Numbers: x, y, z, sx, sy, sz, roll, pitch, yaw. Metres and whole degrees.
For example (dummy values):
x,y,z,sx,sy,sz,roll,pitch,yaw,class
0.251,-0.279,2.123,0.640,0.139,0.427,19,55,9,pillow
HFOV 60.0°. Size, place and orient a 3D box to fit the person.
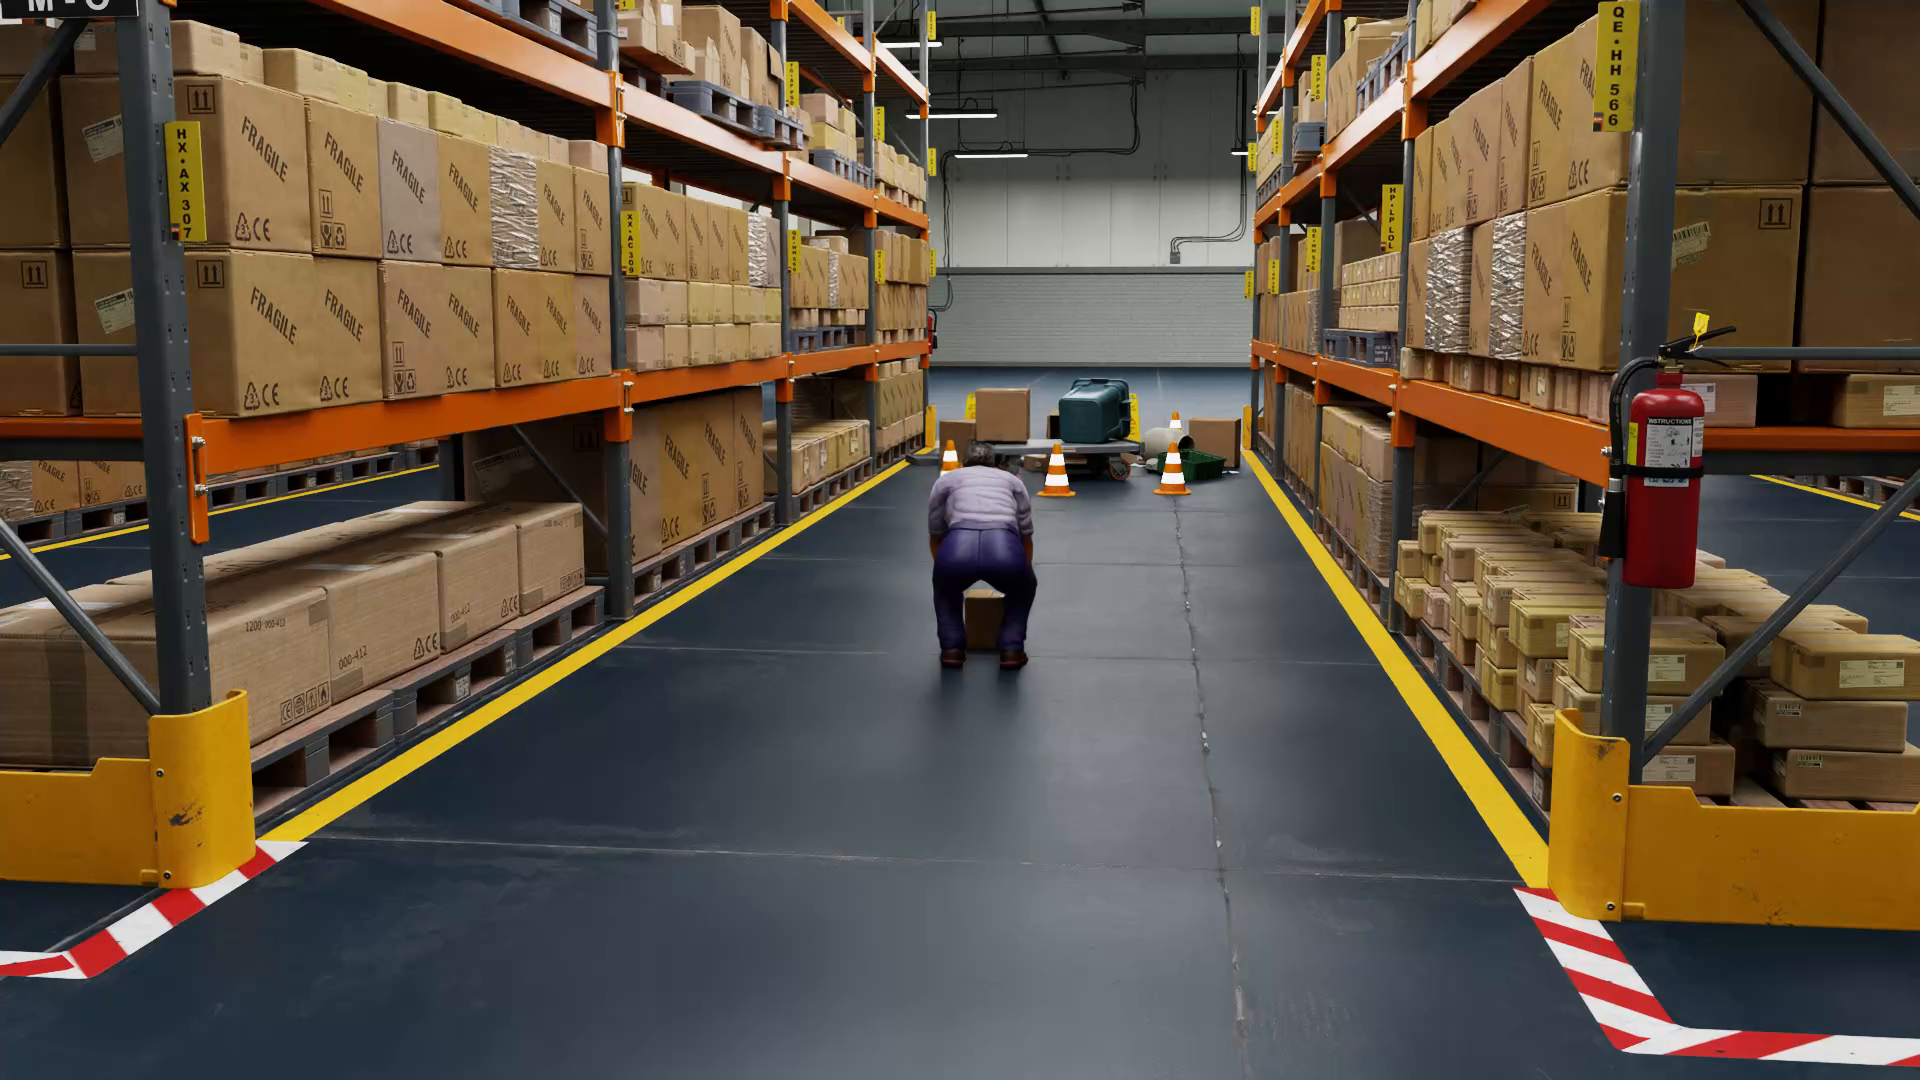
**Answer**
x,y,z,sx,sy,sz,roll,pitch,yaw,class
0.102,0.069,7.842,0.525,0.986,0.668,1,8,6,person
